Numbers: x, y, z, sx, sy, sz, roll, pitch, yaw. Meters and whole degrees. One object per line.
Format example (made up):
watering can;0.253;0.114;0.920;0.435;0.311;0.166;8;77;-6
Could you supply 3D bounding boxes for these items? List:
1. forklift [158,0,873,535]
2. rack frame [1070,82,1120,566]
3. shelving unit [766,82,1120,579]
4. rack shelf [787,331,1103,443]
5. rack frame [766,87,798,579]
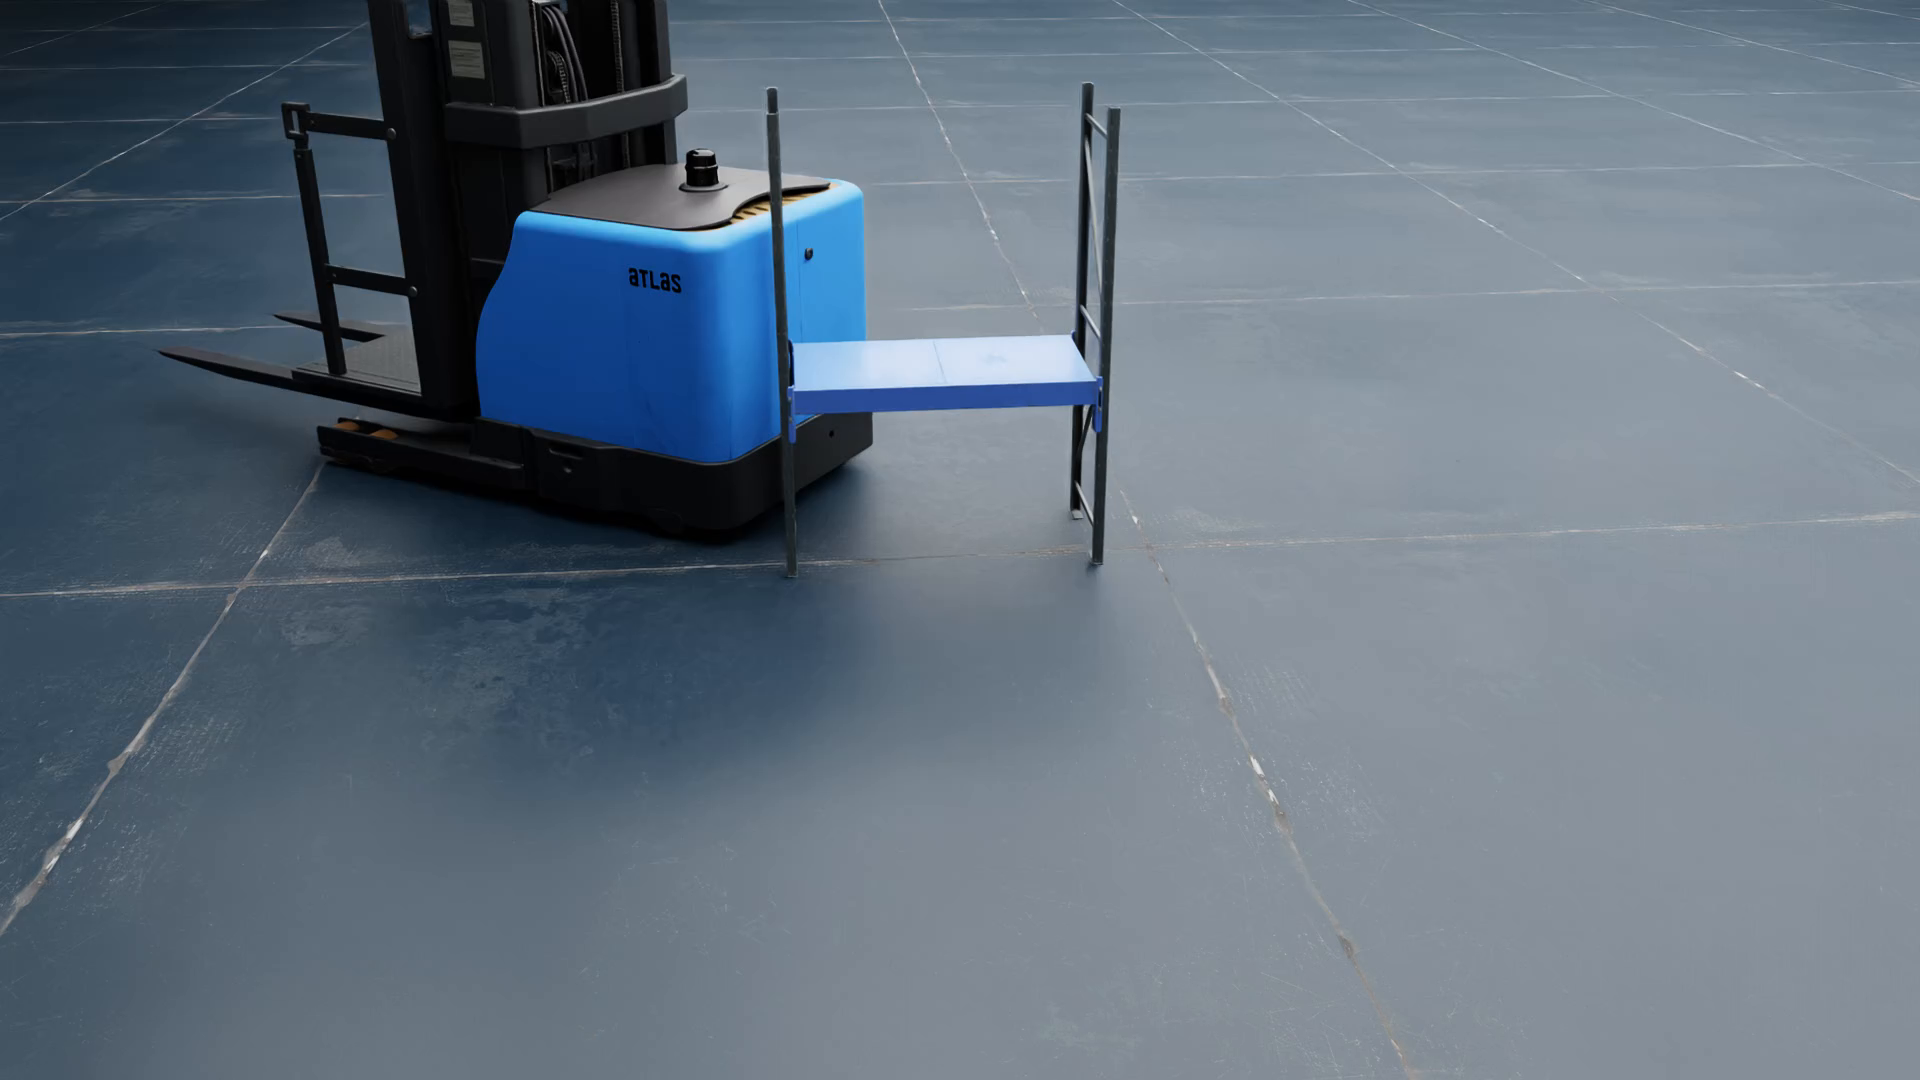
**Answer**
forklift;-1.882;-1.766;6.115;3.031;2.935;1.130;12;27;25
rack frame;0.437;-0.700;5.478;0.032;1.500;0.500;-2;24;-5
shelving unit;-0.069;-0.679;5.431;1.048;1.500;0.538;-2;24;-5
rack shelf;-0.069;-0.514;5.504;1.000;0.185;0.538;-2;24;-5
rack frame;-0.574;-0.658;5.383;0.032;1.500;0.500;-2;24;-5
